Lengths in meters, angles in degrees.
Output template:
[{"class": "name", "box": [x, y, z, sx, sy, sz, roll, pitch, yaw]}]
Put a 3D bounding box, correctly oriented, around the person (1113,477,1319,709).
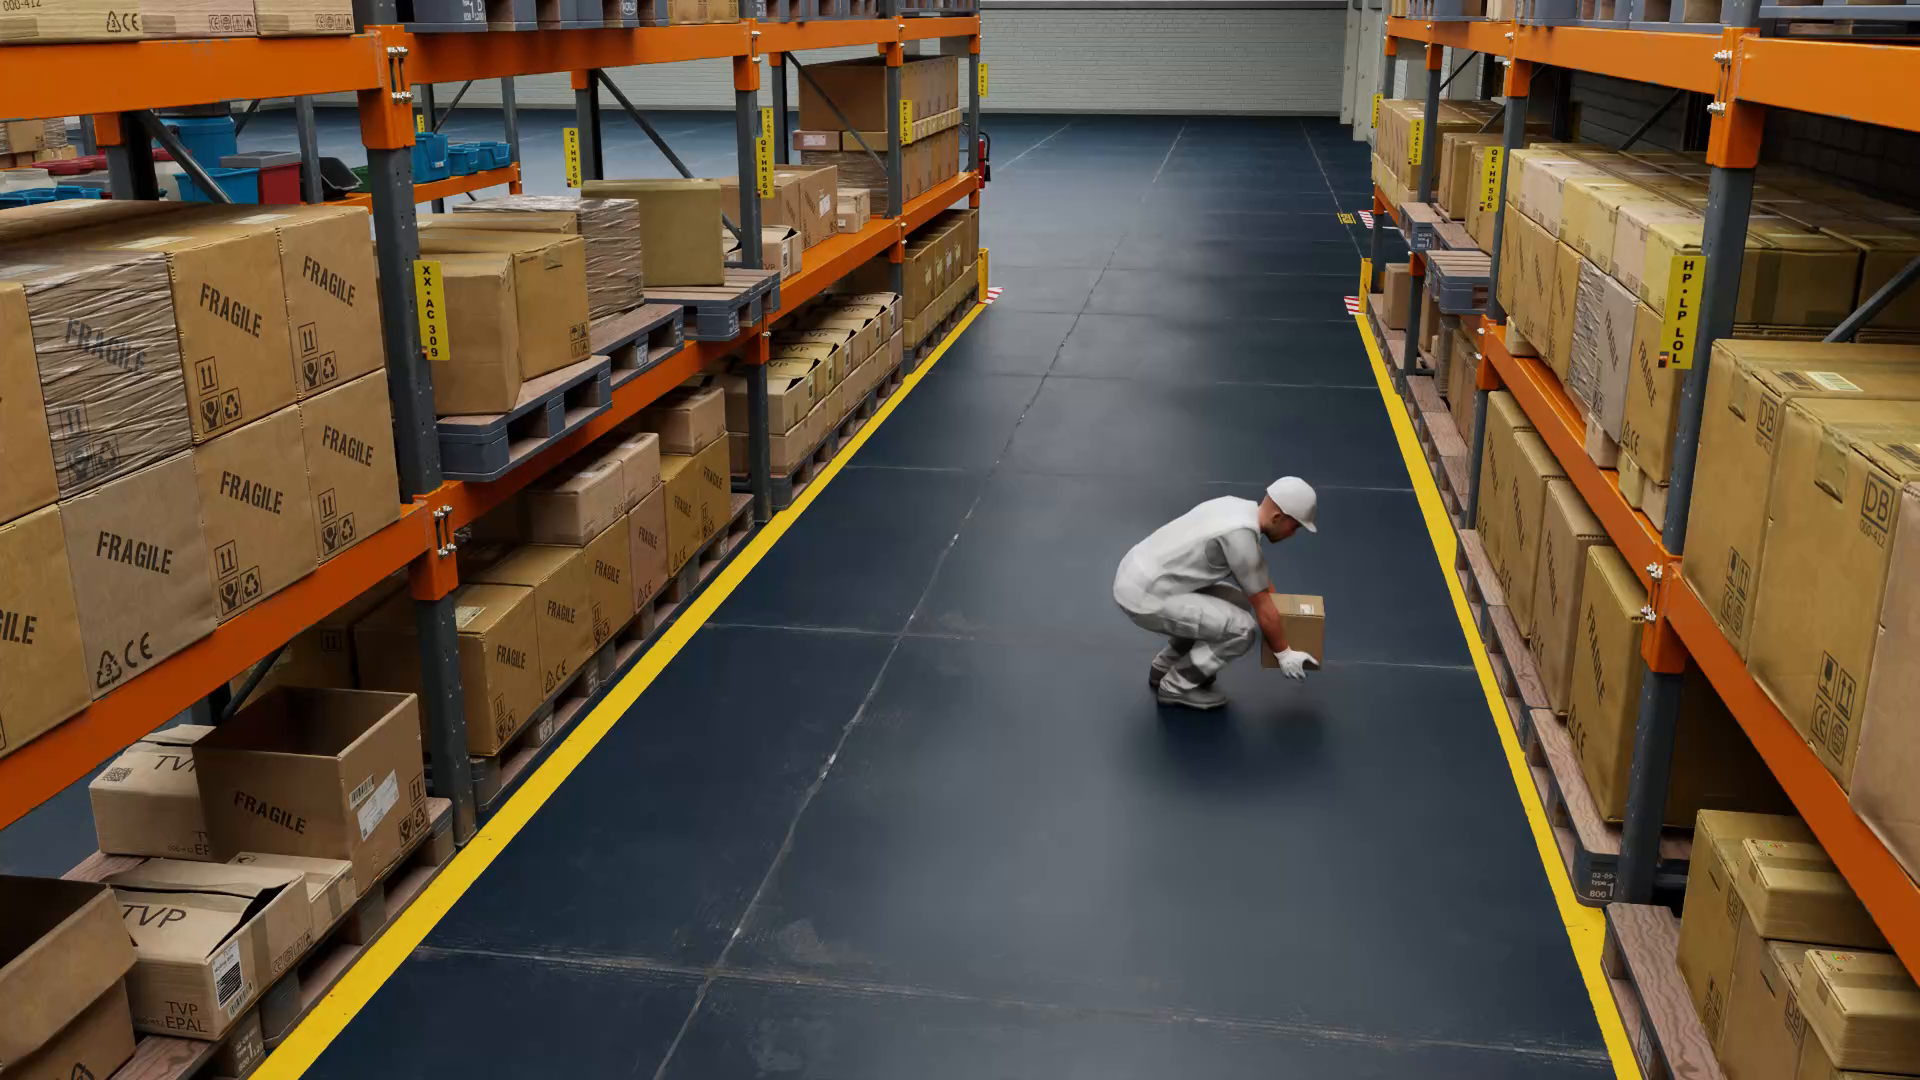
[{"class": "person", "box": [1.107, 0.211, 7.167, 0.890, 0.998, 0.536, 2, 18, 8]}]
